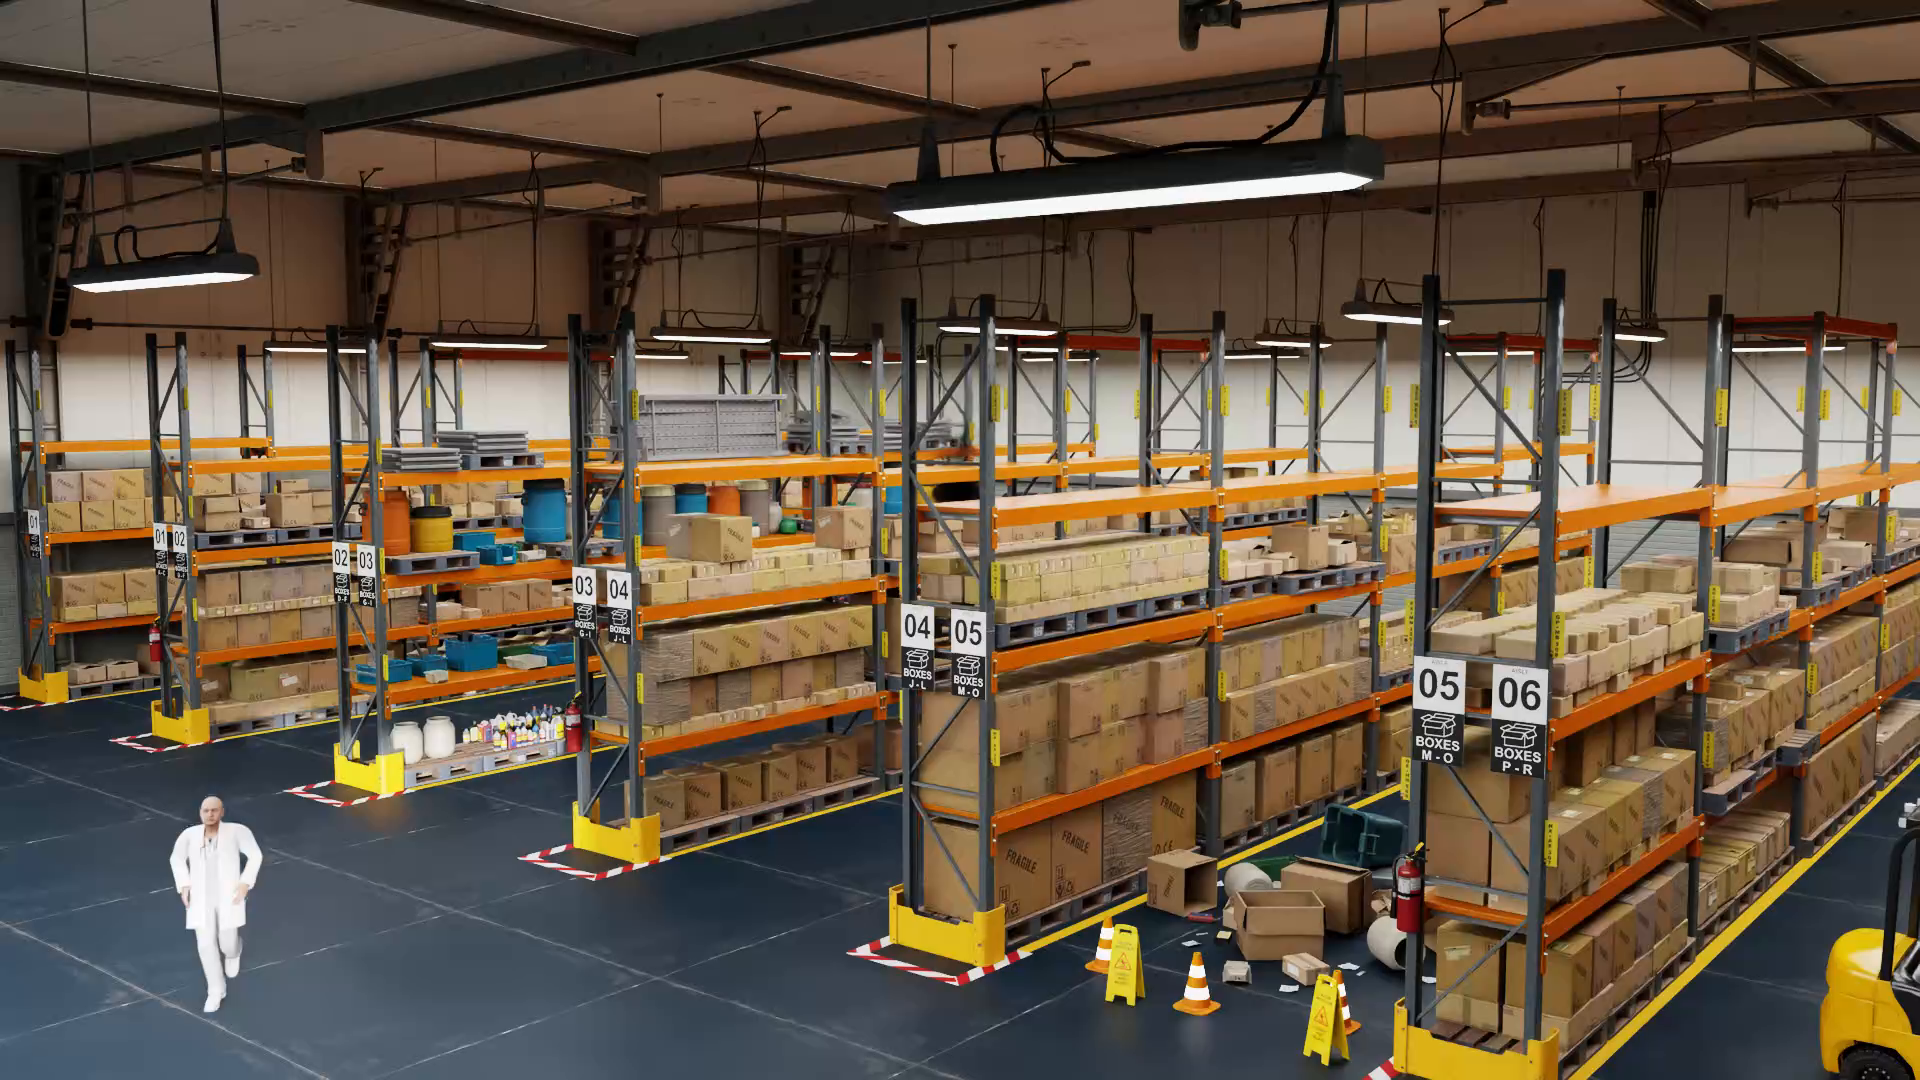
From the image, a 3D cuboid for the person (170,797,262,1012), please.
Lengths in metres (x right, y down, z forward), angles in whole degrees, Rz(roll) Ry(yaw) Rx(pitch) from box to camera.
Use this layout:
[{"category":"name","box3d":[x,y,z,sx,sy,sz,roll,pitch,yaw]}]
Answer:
[{"category":"person","box3d":[-6.323,3.033,14.158,0.731,1.755,0.817,-2,5,-17]}]

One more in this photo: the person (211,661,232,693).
[{"category":"person","box3d":[-11.869,1.881,26.689,0.630,1.836,0.764,4,7,38]}]
